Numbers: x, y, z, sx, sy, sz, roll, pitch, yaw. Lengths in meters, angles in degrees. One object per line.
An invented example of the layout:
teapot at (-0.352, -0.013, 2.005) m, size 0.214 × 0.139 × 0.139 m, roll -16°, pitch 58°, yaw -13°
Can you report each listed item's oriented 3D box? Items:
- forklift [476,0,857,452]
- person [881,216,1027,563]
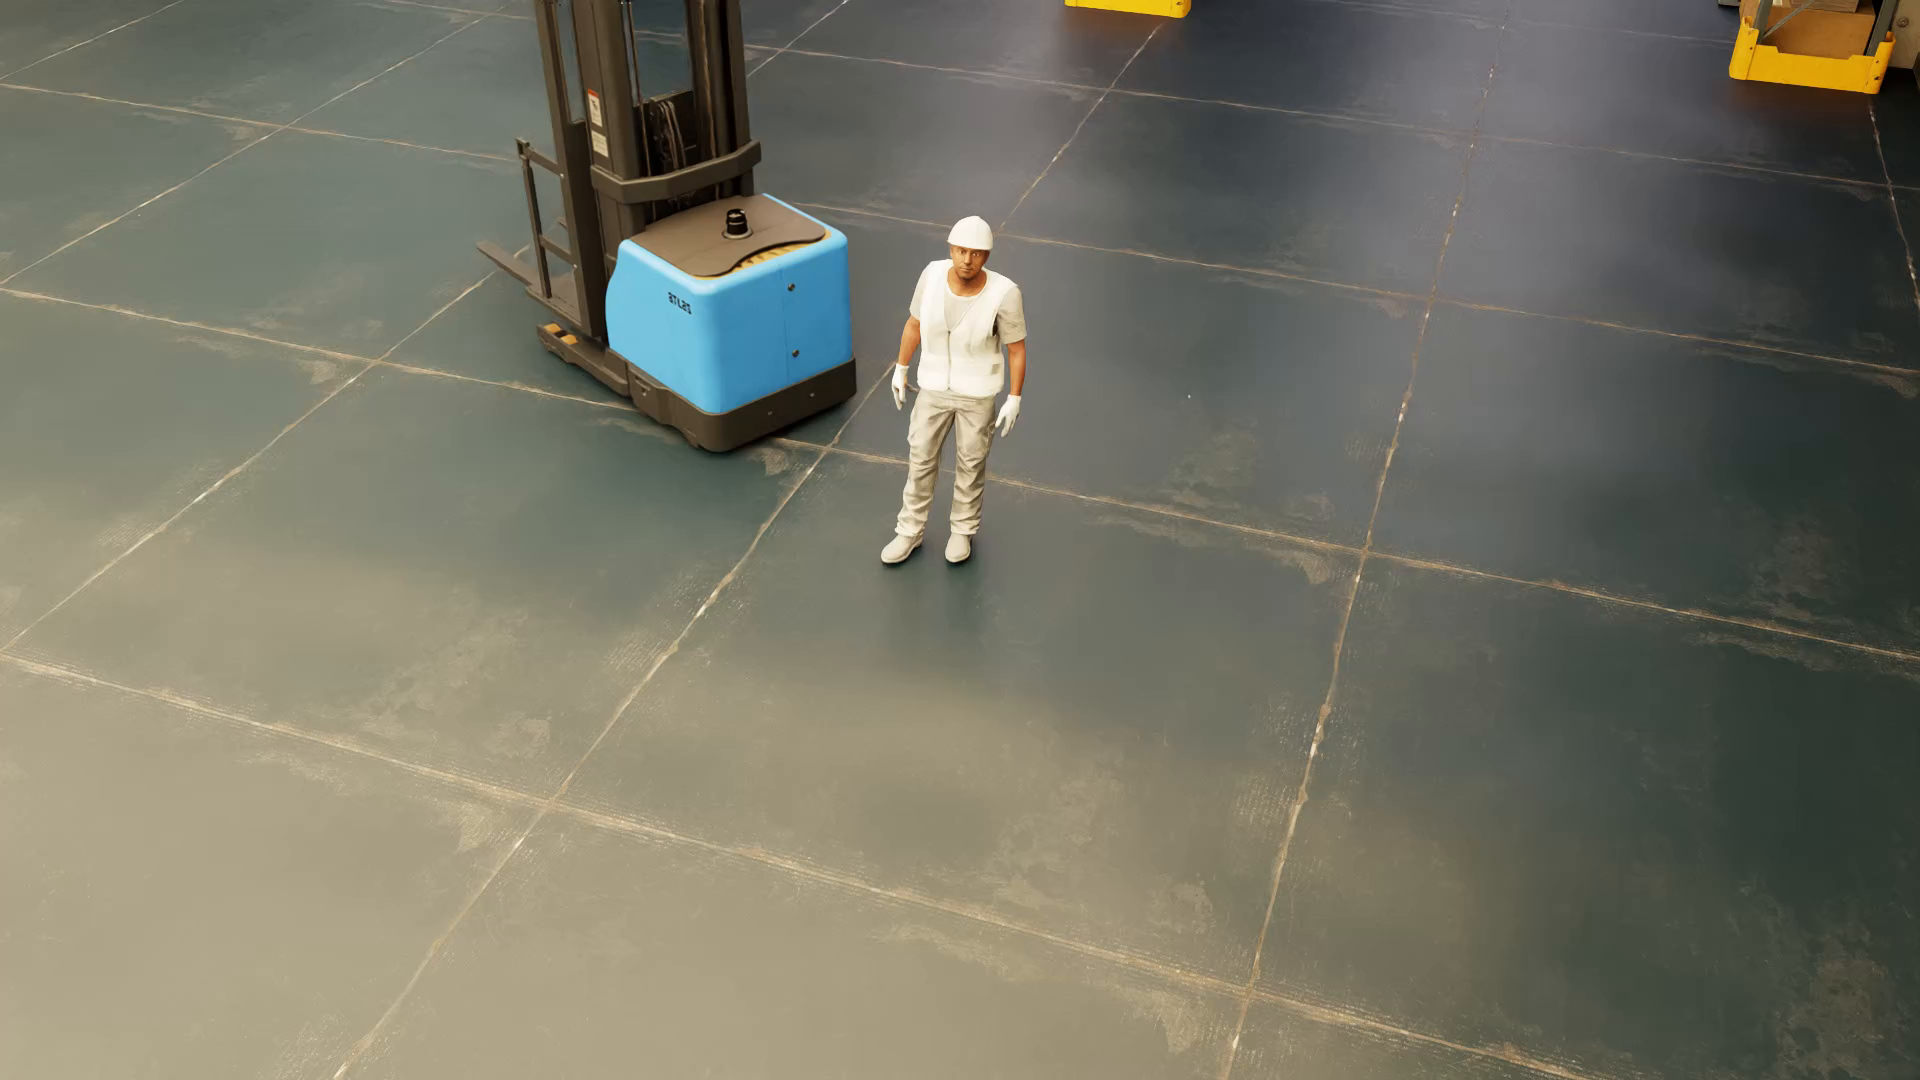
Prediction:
forklift at (2.601, -9.040, 18.862) m, size 23.089 × 2.935 × 13.963 m, roll -27°, pitch 44°, yaw -33°
person at (-0.035, -0.691, 8.066) m, size 0.656 × 1.781 × 0.559 m, roll 12°, pitch 37°, yaw 16°
